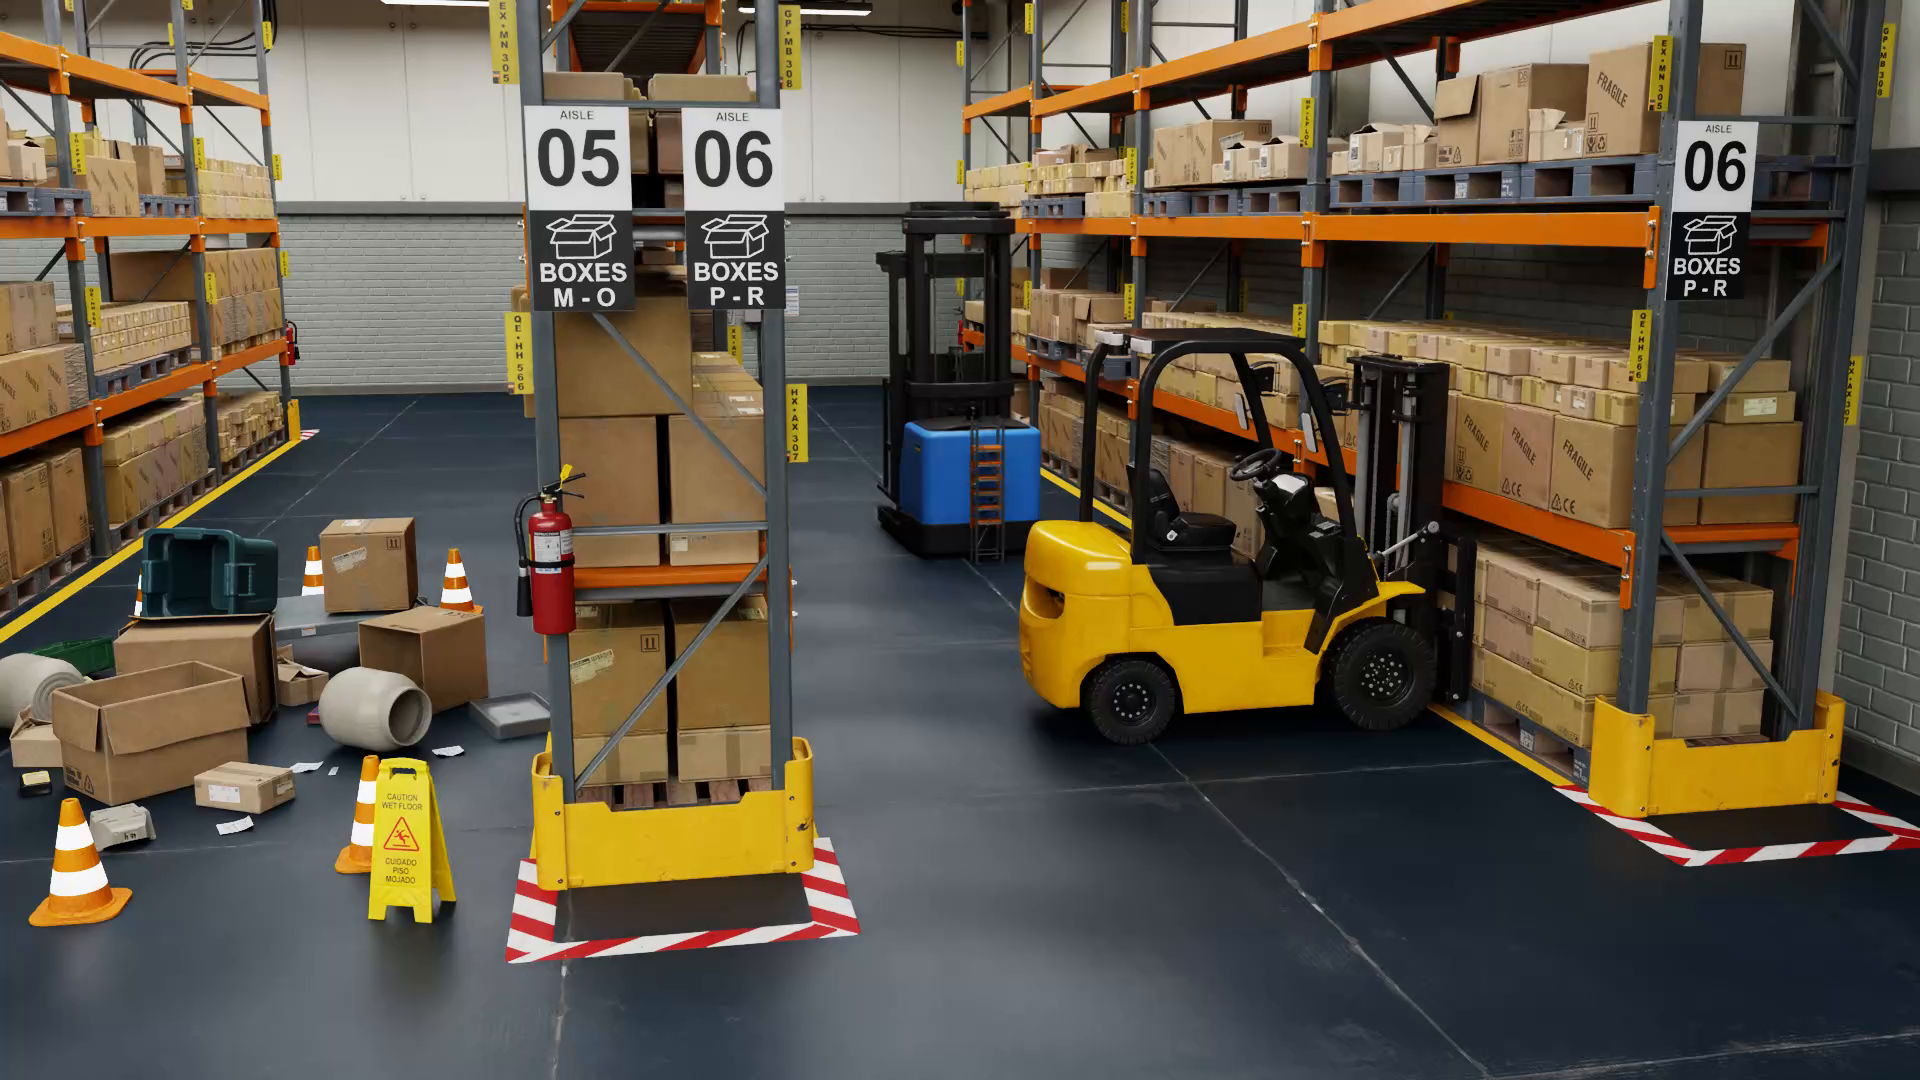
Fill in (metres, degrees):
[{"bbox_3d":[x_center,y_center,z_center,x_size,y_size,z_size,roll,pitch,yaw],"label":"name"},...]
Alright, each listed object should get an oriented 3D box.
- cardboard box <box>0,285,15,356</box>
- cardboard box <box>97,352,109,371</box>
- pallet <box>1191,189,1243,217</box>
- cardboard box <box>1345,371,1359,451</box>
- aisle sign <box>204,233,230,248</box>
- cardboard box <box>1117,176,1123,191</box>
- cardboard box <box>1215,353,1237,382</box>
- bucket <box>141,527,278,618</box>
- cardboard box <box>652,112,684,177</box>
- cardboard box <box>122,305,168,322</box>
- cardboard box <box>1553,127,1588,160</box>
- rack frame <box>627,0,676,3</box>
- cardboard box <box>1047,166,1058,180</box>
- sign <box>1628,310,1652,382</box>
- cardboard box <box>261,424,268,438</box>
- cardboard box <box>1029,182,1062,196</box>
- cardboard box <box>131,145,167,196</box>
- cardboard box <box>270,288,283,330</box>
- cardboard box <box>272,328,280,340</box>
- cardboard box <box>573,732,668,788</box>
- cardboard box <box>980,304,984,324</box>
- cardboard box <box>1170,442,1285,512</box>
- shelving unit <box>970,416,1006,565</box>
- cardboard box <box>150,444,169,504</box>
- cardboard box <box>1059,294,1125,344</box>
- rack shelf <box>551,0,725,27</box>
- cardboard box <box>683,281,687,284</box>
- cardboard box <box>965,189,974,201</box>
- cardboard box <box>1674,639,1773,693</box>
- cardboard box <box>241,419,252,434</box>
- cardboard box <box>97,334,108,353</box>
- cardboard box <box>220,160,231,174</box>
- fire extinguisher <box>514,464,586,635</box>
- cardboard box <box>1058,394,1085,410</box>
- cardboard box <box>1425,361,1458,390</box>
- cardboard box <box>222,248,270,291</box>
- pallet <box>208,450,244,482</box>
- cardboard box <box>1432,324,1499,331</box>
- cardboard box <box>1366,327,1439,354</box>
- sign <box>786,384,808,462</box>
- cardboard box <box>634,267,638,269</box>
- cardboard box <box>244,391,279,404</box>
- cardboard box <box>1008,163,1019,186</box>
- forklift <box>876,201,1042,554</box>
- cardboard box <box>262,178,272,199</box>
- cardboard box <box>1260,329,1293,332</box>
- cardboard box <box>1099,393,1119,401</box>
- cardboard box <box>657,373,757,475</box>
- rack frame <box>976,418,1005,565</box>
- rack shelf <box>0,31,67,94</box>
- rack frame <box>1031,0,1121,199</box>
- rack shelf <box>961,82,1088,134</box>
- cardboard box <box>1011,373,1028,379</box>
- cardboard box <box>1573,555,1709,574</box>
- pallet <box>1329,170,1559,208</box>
[{"bbox_3d":[-7.328,-1.580,12.031,0.700,0.500,0.500,-2,11,-12],"label":"cardboard box"},{"bbox_3d":[-7.549,-1.530,14.262,0.380,0.149,0.250,-2,11,-8],"label":"cardboard box"},{"bbox_3d":[2.537,-2.743,13.568,1.003,0.211,1.213,-2,11,-8],"label":"pallet"},{"bbox_3d":[2.822,-0.818,10.705,0.500,0.500,0.500,-2,11,-10],"label":"cardboard box"},{"bbox_3d":[-9.472,-4.055,21.028,0.394,0.787,0.004,-2,11,-11],"label":"aisle sign"},{"bbox_3d":[1.734,-3.438,16.048,0.380,0.149,0.250,-2,11,-10],"label":"cardboard box"},{"bbox_3d":[2.327,-1.395,13.070,0.500,0.250,0.500,-2,11,-10],"label":"cardboard box"},{"bbox_3d":[-4.542,0.227,10.169,0.726,0.611,0.620,2,1,9],"label":"bucket"},{"bbox_3d":[-1.052,-1.688,7.125,0.500,0.250,0.500,-2,11,-12],"label":"cardboard box"},{"bbox_3d":[-7.963,-2.206,16.222,0.380,0.149,0.250,-2,11,-11],"label":"cardboard box"},{"bbox_3d":[3.193,-1.968,8.271,0.380,0.149,0.250,-2,11,-13],"label":"cardboard box"},{"bbox_3d":[-3.550,-5.188,17.886,1.000,3.000,0.127,-2,11,-11],"label":"rack frame"},{"bbox_3d":[1.152,-3.962,17.955,0.380,0.149,0.250,-2,11,-12],"label":"cardboard box"},{"bbox_3d":[3.118,-0.889,7.615,0.100,0.325,0.005,-2,11,-11],"label":"sign"},{"bbox_3d":[-8.568,-1.308,20.050,0.380,0.149,0.250,-3,11,-14],"label":"cardboard box"},{"bbox_3d":[0.987,-3.958,18.730,0.380,0.149,0.250,-2,11,-10],"label":"cardboard box"},{"bbox_3d":[-8.420,-3.698,16.689,0.700,0.500,0.500,-2,11,-11],"label":"cardboard box"},{"bbox_3d":[-8.824,-2.898,20.837,0.500,0.500,0.500,-2,11,-10],"label":"cardboard box"},{"bbox_3d":[-8.823,-2.603,21.022,0.380,0.149,0.250,-2,11,-11],"label":"cardboard box"},{"bbox_3d":[-1.641,0.962,7.852,0.500,0.250,0.500,-2,11,-11],"label":"cardboard box"},{"bbox_3d":[0.565,-2.950,21.778,0.500,0.250,0.500,-2,11,-12],"label":"cardboard box"},{"bbox_3d":[2.339,-0.494,14.496,0.875,0.625,0.625,-2,11,-9],"label":"cardboard box"},{"bbox_3d":[0.225,-0.409,13.635,0.258,1.200,0.189,-2,11,-13],"label":"shelving unit"},{"bbox_3d":[-7.700,-0.612,15.452,0.500,0.500,0.500,-2,11,-12],"label":"cardboard box"},{"bbox_3d":[1.447,-2.342,17.586,0.700,0.500,0.500,-2,11,-11],"label":"cardboard box"},{"bbox_3d":[-1.605,-2.999,8.318,1.077,0.370,4.000,-2,11,-11],"label":"rack shelf"},{"bbox_3d":[-2.177,-1.938,12.933,0.380,0.149,0.250,-3,11,-14],"label":"cardboard box"},{"bbox_3d":[0.359,-4.610,22.480,0.500,0.250,0.500,-2,11,-12],"label":"cardboard box"},{"bbox_3d":[3.765,0.584,8.500,0.500,0.250,0.500,-2,11,-10],"label":"cardboard box"},{"bbox_3d":[-8.429,-1.308,19.254,0.380,0.149,0.250,-2,11,-11],"label":"cardboard box"},{"bbox_3d":[-7.559,-1.683,14.271,0.380,0.149,0.250,-2,11,-8],"label":"cardboard box"},{"bbox_3d":[-8.413,-4.189,18.656,0.380,0.149,0.250,-2,11,-8],"label":"cardboard box"},{"bbox_3d":[-1.645,0.036,6.693,0.296,0.674,0.183,-2,11,-11],"label":"fire extinguisher"},{"bbox_3d":[1.318,-1.549,18.639,0.380,0.149,0.250,-3,11,-14],"label":"cardboard box"},{"bbox_3d":[2.960,-0.970,9.769,0.380,0.149,0.250,-2,11,-12],"label":"cardboard box"},{"bbox_3d":[-8.732,-3.295,20.246,0.500,0.500,0.500,-3,11,-13],"label":"cardboard box"},{"bbox_3d":[-8.551,-0.794,18.305,1.003,0.211,1.213,-2,11,-11],"label":"pallet"},{"bbox_3d":[3.306,-1.325,10.840,0.380,0.149,0.250,-2,11,-12],"label":"cardboard box"},{"bbox_3d":[2.793,-1.257,10.482,0.380,0.149,0.250,-2,11,-10],"label":"cardboard box"},{"bbox_3d":[-0.683,-0.485,6.907,0.100,0.325,0.005,-2,11,-11],"label":"sign"},{"bbox_3d":[-3.620,-2.598,17.380,0.500,0.500,0.500,-2,11,-11],"label":"cardboard box"},{"bbox_3d":[-8.812,-1.786,20.968,0.380,0.149,0.250,-2,11,-10],"label":"cardboard box"},{"bbox_3d":[0.877,-4.390,19.986,0.500,0.250,0.500,-2,11,-12],"label":"cardboard box"},{"bbox_3d":[-0.141,-1.553,15.018,1.130,2.935,3.031,-2,11,-13],"label":"forklift"},{"bbox_3d":[-8.824,-4.346,20.550,0.500,0.250,0.500,-2,11,-13],"label":"cardboard box"},{"bbox_3d":[2.345,-1.514,12.626,0.380,0.149,0.250,-2,11,-13],"label":"cardboard box"},{"bbox_3d":[1.785,-1.570,18.748,0.380,0.149,0.250,-2,11,-10],"label":"cardboard box"},{"bbox_3d":[-1.347,-0.613,8.834,0.500,0.500,0.500,-2,11,-12],"label":"cardboard box"},{"bbox_3d":[0.246,-0.392,13.548,0.240,1.200,0.006,-2,11,-13],"label":"rack frame"},{"bbox_3d":[-7.218,-3.339,11.166,1.077,0.370,4.000,-2,11,-11],"label":"rack shelf"},{"bbox_3d":[1.319,-5.369,18.838,1.000,3.000,0.127,-2,11,-11],"label":"rack frame"},{"bbox_3d":[0.930,-5.381,20.833,1.077,0.370,4.000,-2,11,-11],"label":"rack shelf"},{"bbox_3d":[0.567,-2.020,22.840,0.797,0.503,0.637,-3,11,-13],"label":"cardboard box"},{"bbox_3d":[3.644,0.246,8.940,0.500,0.250,0.500,-2,11,-11],"label":"cardboard box"},{"bbox_3d":[3.066,-2.229,10.601,1.003,0.211,1.213,-2,11,-11],"label":"pallet"}]
